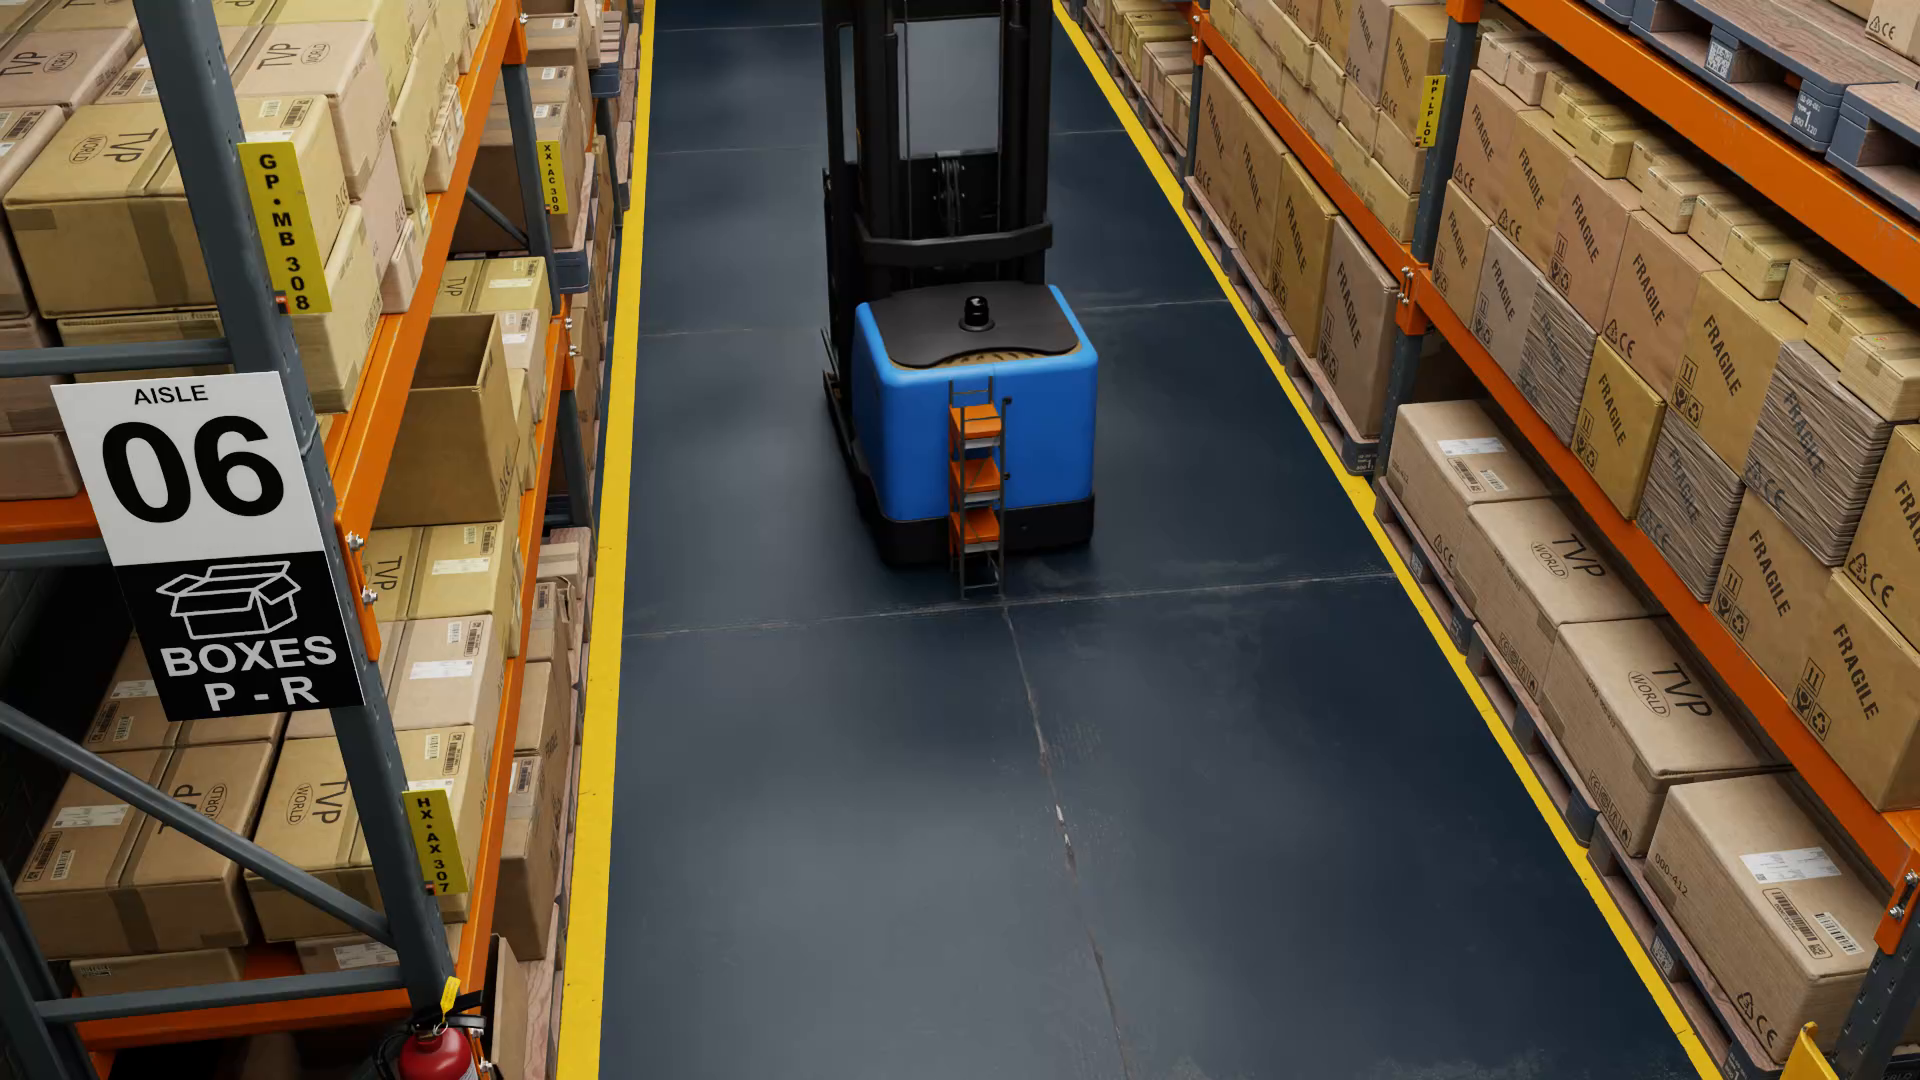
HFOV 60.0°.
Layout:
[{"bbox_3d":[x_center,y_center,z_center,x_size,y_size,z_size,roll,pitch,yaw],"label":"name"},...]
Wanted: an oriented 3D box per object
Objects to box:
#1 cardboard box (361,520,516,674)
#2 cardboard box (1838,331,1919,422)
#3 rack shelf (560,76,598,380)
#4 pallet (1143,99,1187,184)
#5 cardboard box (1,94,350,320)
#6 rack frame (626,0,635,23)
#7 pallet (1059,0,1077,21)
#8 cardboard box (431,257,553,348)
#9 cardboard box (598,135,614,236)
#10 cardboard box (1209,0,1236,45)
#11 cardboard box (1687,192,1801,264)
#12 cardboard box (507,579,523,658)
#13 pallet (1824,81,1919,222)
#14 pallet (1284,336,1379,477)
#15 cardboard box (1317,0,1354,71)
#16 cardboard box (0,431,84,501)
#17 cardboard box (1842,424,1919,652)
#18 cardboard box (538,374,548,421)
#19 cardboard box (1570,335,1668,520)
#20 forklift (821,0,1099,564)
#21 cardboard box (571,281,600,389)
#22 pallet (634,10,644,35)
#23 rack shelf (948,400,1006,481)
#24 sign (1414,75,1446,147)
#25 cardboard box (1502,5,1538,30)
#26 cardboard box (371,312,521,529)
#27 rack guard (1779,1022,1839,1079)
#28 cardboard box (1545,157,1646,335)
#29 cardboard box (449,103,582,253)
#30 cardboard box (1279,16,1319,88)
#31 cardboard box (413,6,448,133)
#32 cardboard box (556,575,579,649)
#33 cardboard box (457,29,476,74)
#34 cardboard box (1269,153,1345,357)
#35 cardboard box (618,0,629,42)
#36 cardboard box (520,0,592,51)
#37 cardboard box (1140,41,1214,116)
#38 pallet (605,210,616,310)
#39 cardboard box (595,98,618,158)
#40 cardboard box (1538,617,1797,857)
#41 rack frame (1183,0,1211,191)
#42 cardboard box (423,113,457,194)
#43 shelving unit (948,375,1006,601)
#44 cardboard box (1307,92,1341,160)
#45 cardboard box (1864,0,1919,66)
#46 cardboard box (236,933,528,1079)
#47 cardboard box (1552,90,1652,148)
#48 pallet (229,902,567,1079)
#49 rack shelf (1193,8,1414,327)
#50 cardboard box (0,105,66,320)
[{"bbox_3d":[-1.671,0.194,5.171,0.500,0.250,0.500,-5,35,-7],"label":"cardboard box"},{"bbox_3d":[2.758,-0.471,4.725,0.380,0.149,0.250,-5,35,-7],"label":"cardboard box"},{"bbox_3d":[-2.544,-1.959,9.099,1.077,0.370,4.000,-4,35,-6],"label":"rack shelf"},{"bbox_3d":[2.001,-3.034,12.514,1.003,0.211,1.213,-4,35,-6],"label":"pallet"},{"bbox_3d":[-1.548,-0.681,3.348,0.500,0.250,0.500,-5,35,-7],"label":"cardboard box"},{"bbox_3d":[-3.351,-5.604,13.810,1.000,3.000,0.127,-4,35,-6],"label":"rack frame"},{"bbox_3d":[1.441,-5.202,15.696,1.003,0.211,1.213,-4,35,-6],"label":"pallet"},{"bbox_3d":[-1.965,-0.935,6.828,0.500,0.250,0.500,-4,34,-5],"label":"cardboard box"},{"bbox_3d":[-2.544,-2.293,10.798,0.500,0.500,0.500,-3,34,-5],"label":"cardboard box"},{"bbox_3d":[1.921,-3.396,10.703,0.500,0.250,0.500,-5,35,-7],"label":"cardboard box"},{"bbox_3d":[2.691,-1.049,5.573,0.380,0.149,0.250,-3,34,-5],"label":"cardboard box"},{"bbox_3d":[-1.634,0.269,5.414,0.380,0.149,0.250,-5,35,-8],"label":"cardboard box"},{"bbox_3d":[3.070,-0.902,4.325,1.003,0.211,1.213,-4,35,-6],"label":"pallet"},{"bbox_3d":[2.464,-0.790,9.222,1.003,0.211,1.213,-4,35,-6],"label":"pallet"},{"bbox_3d":[2.208,-2.775,8.682,0.500,0.500,0.500,-3,34,-5],"label":"cardboard box"},{"bbox_3d":[-2.010,-0.204,3.446,0.380,0.149,0.250,-3,34,-5],"label":"cardboard box"},{"bbox_3d":[2.880,0.009,4.597,0.500,0.500,0.500,-3,34,-5],"label":"cardboard box"},{"bbox_3d":[-1.867,-0.590,6.676,0.380,0.149,0.250,-4,34,-5],"label":"cardboard box"},{"bbox_3d":[2.640,-0.431,6.130,0.500,0.500,0.500,-3,34,-5],"label":"cardboard box"},{"bbox_3d":[-0.155,-1.922,8.468,1.130,2.935,3.031,-7,35,-10],"label":"forklift"},{"bbox_3d":[-2.262,-1.143,9.110,0.500,0.500,0.500,-5,35,-8],"label":"cardboard box"},{"bbox_3d":[-3.417,-4.899,15.251,1.003,0.211,1.213,-4,35,-6],"label":"pallet"},{"bbox_3d":[0.076,-0.451,7.495,0.215,0.259,0.240,-7,35,-10],"label":"rack shelf"},{"bbox_3d":[2.106,-1.917,7.442,0.100,0.325,0.005,-4,35,-6],"label":"sign"},{"bbox_3d":[2.868,-2.240,7.896,0.500,0.500,0.500,-4,34,-6],"label":"cardboard box"},{"bbox_3d":[-1.734,-0.389,5.361,0.500,0.500,0.500,-4,34,-5],"label":"cardboard box"},{"bbox_3d":[3.184,1.761,5.223,1.175,0.500,0.348,-4,35,-6],"label":"rack guard"},{"bbox_3d":[2.586,-1.119,6.252,0.500,0.500,0.500,-4,34,-5],"label":"cardboard box"},{"bbox_3d":[-2.119,-1.642,7.534,0.700,0.500,0.500,-4,34,-5],"label":"cardboard box"},{"bbox_3d":[2.107,-2.742,9.299,0.500,0.250,0.500,-4,34,-6],"label":"cardboard box"},{"bbox_3d":[-1.764,-1.332,4.746,0.500,0.250,0.500,-5,35,-7],"label":"cardboard box"},{"bbox_3d":[-1.861,0.304,7.195,0.396,0.266,0.258,-3,34,-5],"label":"cardboard box"},{"bbox_3d":[-1.848,-1.673,5.600,0.380,0.149,0.250,-4,35,-7],"label":"cardboard box"},{"bbox_3d":[2.351,-1.657,9.531,0.875,0.875,0.875,-3,34,-5],"label":"cardboard box"},{"bbox_3d":[-3.270,-4.506,13.934,0.875,0.625,0.625,-3,34,-4],"label":"cardboard box"},{"bbox_3d":[-2.411,-2.691,9.071,0.797,0.503,0.637,-5,35,-7],"label":"cardboard box"},{"bbox_3d":[1.931,-3.565,12.778,0.950,0.372,0.625,-5,35,-7],"label":"cardboard box"},{"bbox_3d":[-2.750,-1.800,10.704,1.003,0.211,1.213,-4,35,-6],"label":"pallet"},{"bbox_3d":[-2.884,-2.913,11.597,0.875,0.625,0.625,-3,34,-5],"label":"cardboard box"},{"bbox_3d":[2.861,0.729,6.419,0.875,0.438,0.875,-3,34,-5],"label":"cardboard box"},{"bbox_3d":[2.105,-3.750,11.089,1.000,3.000,0.127,-4,35,-6],"label":"rack frame"},{"bbox_3d":[-1.660,-1.102,4.763,0.380,0.149,0.250,-4,35,-6],"label":"cardboard box"},{"bbox_3d":[0.076,-0.226,7.649,0.215,1.050,0.252,-7,35,-10],"label":"shelving unit"},{"bbox_3d":[2.216,-2.254,9.028,0.500,0.250,0.500,-5,35,-8],"label":"cardboard box"},{"bbox_3d":[3.029,-1.542,4.804,0.500,0.311,0.500,-4,34,-6],"label":"cardboard box"},{"bbox_3d":[-1.726,1.602,5.080,0.797,0.503,0.637,-6,35,-8],"label":"cardboard box"},{"bbox_3d":[2.527,-1.620,6.411,0.380,0.149,0.250,-5,35,-7],"label":"cardboard box"},{"bbox_3d":[-1.856,1.758,5.484,1.003,0.211,1.213,-4,35,-6],"label":"pallet"},{"bbox_3d":[2.374,-2.337,9.654,1.077,0.370,4.000,-4,35,-6],"label":"rack shelf"},{"bbox_3d":[-2.074,-0.642,3.289,0.500,0.250,0.500,-5,35,-8],"label":"cardboard box"}]
